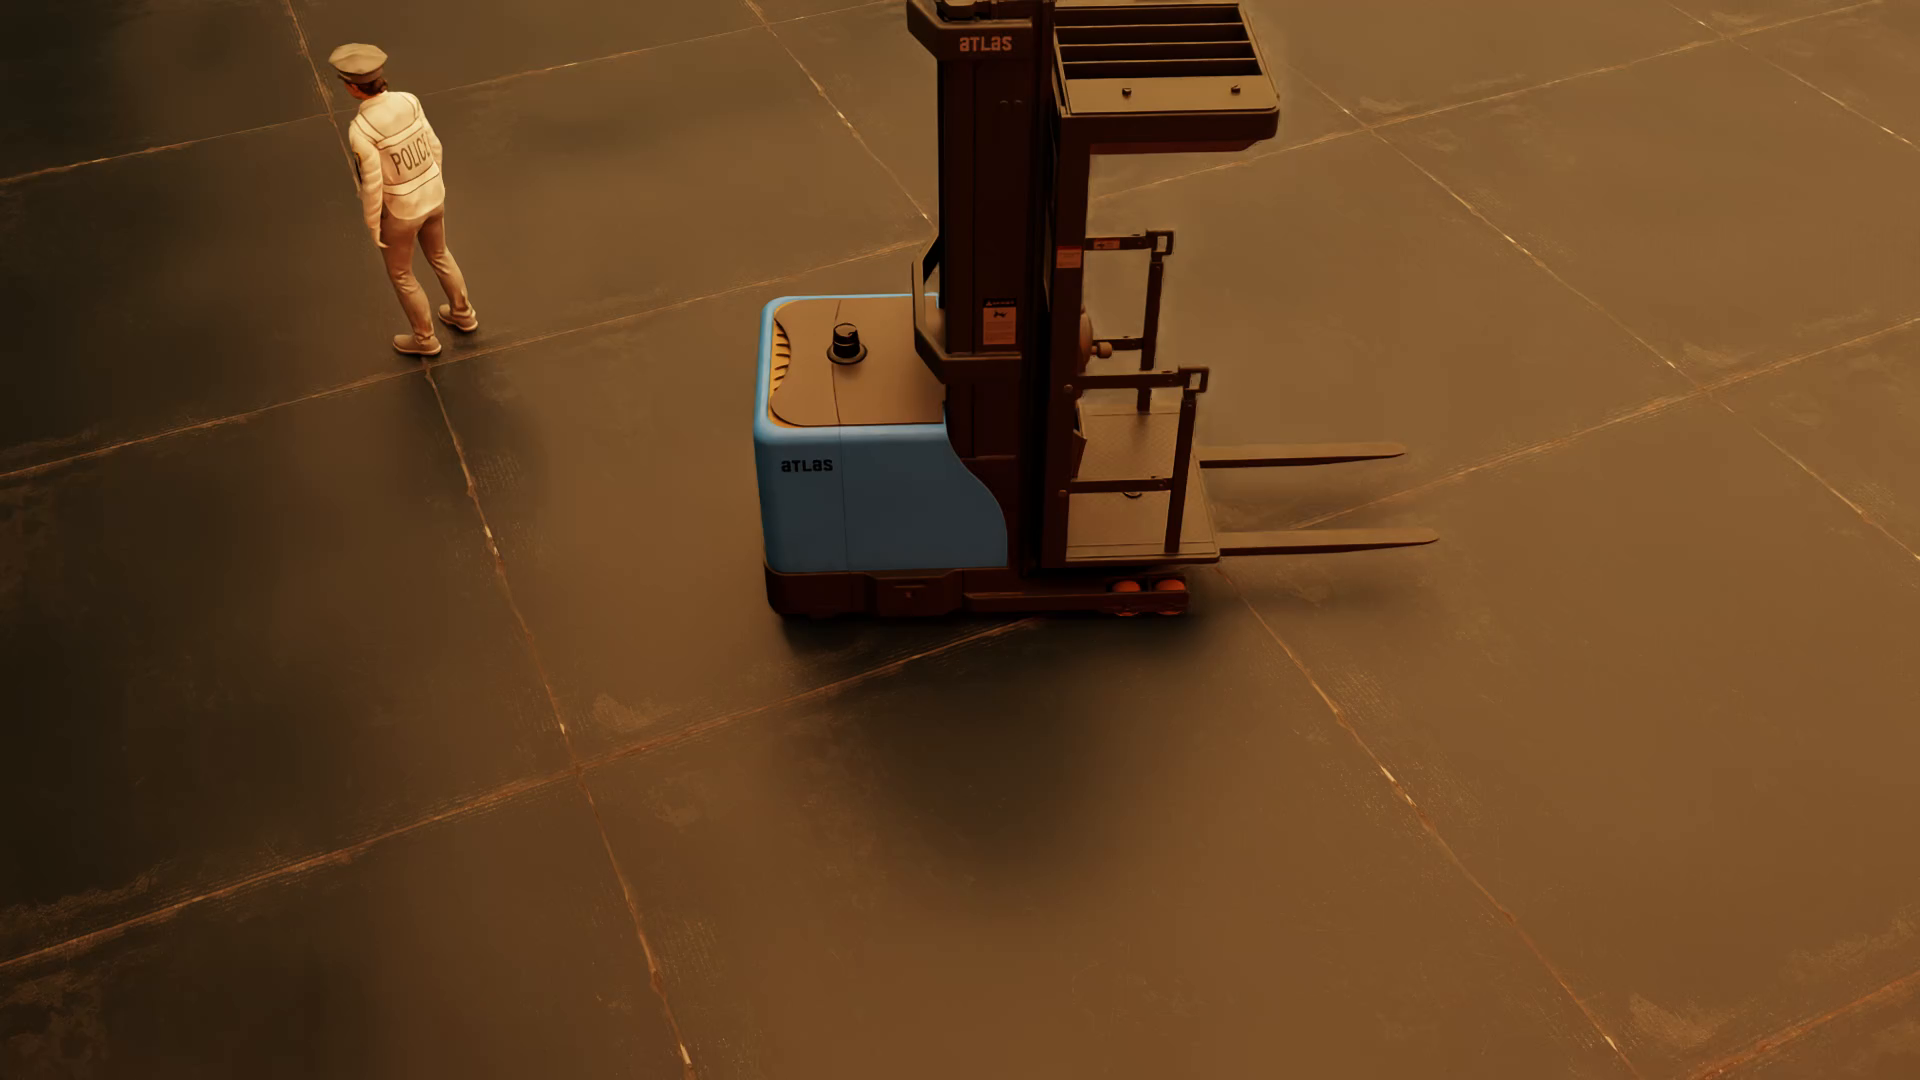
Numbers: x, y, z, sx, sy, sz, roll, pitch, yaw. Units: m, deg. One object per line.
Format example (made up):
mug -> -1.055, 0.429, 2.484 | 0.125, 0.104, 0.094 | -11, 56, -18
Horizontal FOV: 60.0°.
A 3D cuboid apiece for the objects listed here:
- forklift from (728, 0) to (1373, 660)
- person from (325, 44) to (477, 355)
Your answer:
forklift -> 0.539, -1.270, 7.041 | 3.031, 2.935, 1.130 | -20, 46, -20
person -> -2.814, -1.692, 8.425 | 0.376, 1.662, 0.528 | 21, 47, 21
